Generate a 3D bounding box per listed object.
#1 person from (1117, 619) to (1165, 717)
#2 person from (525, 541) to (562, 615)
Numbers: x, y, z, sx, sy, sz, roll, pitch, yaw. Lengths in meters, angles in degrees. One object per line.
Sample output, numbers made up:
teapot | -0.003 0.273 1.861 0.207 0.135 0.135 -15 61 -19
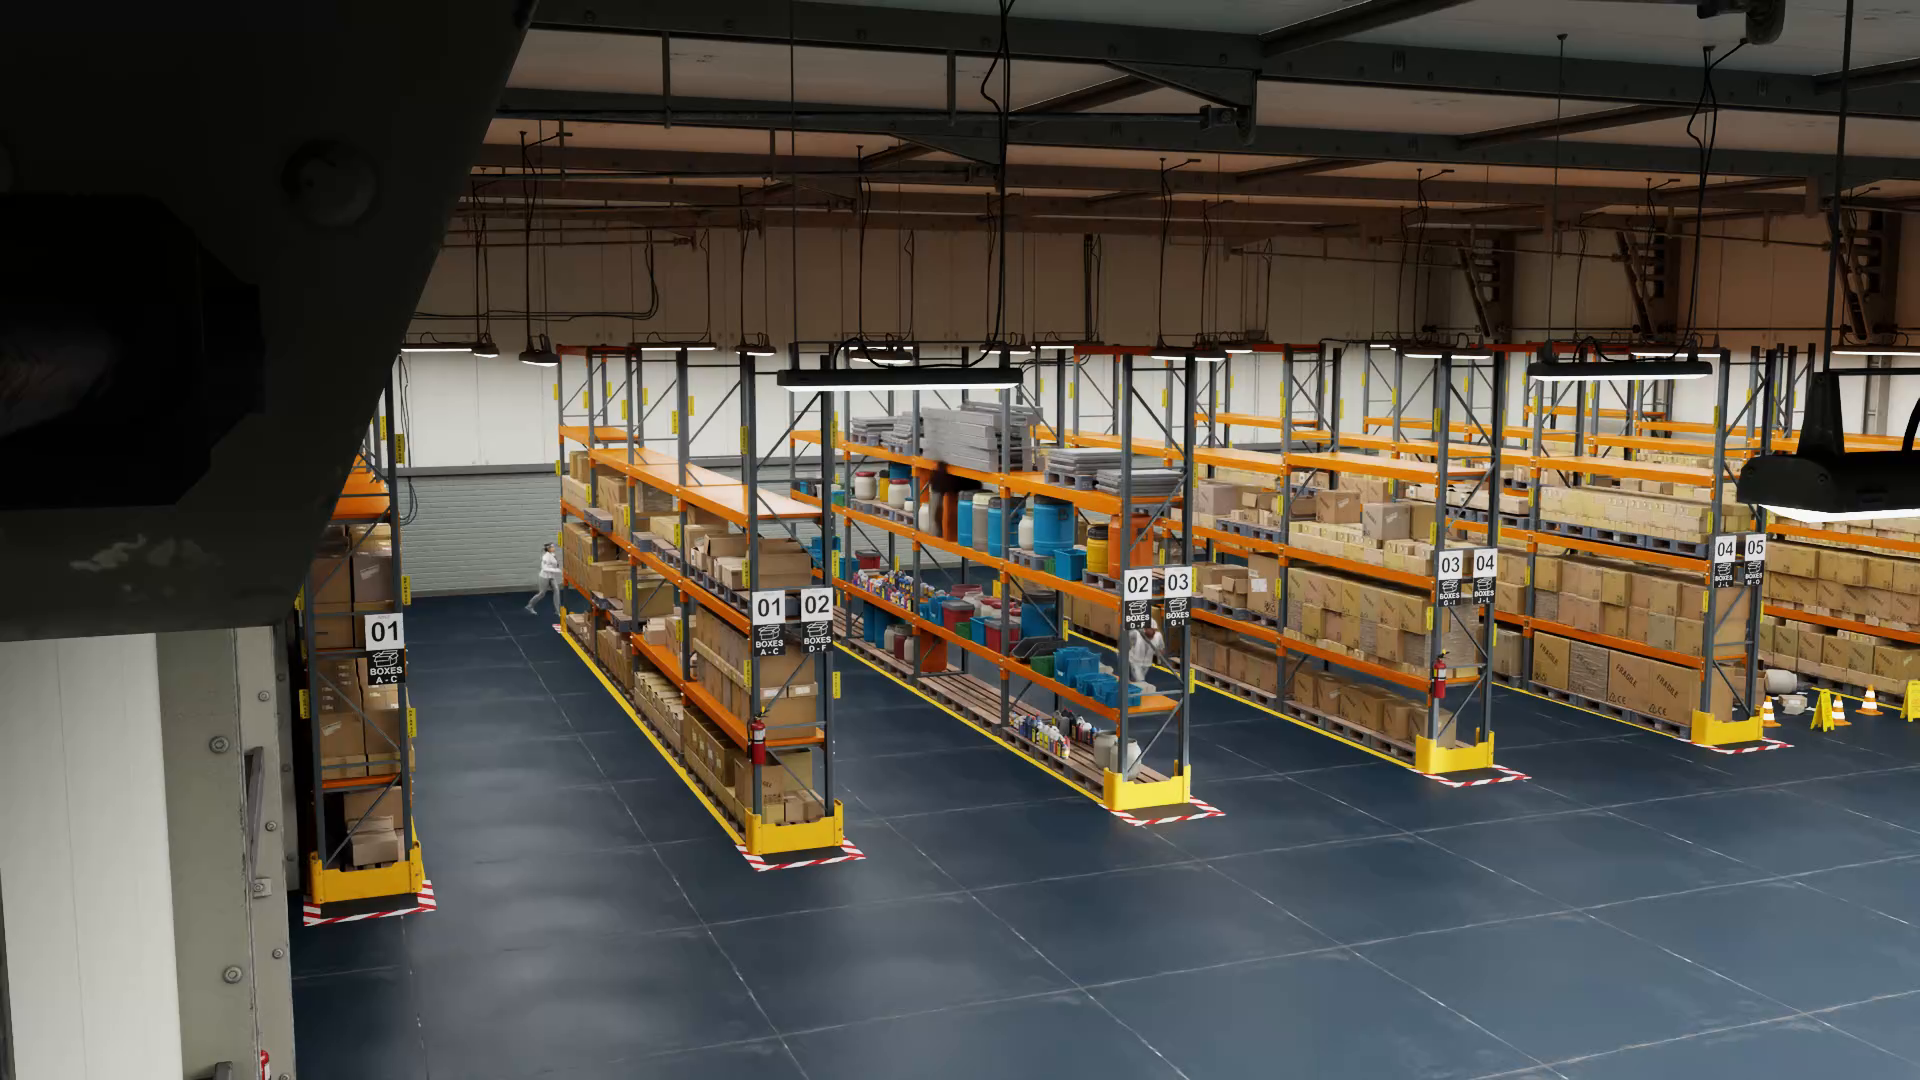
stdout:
person | 2.947 2.038 27.385 0.697 1.608 1.099 -3 8 -20
person | -9.107 0.863 36.542 0.907 1.710 0.573 1 7 10
